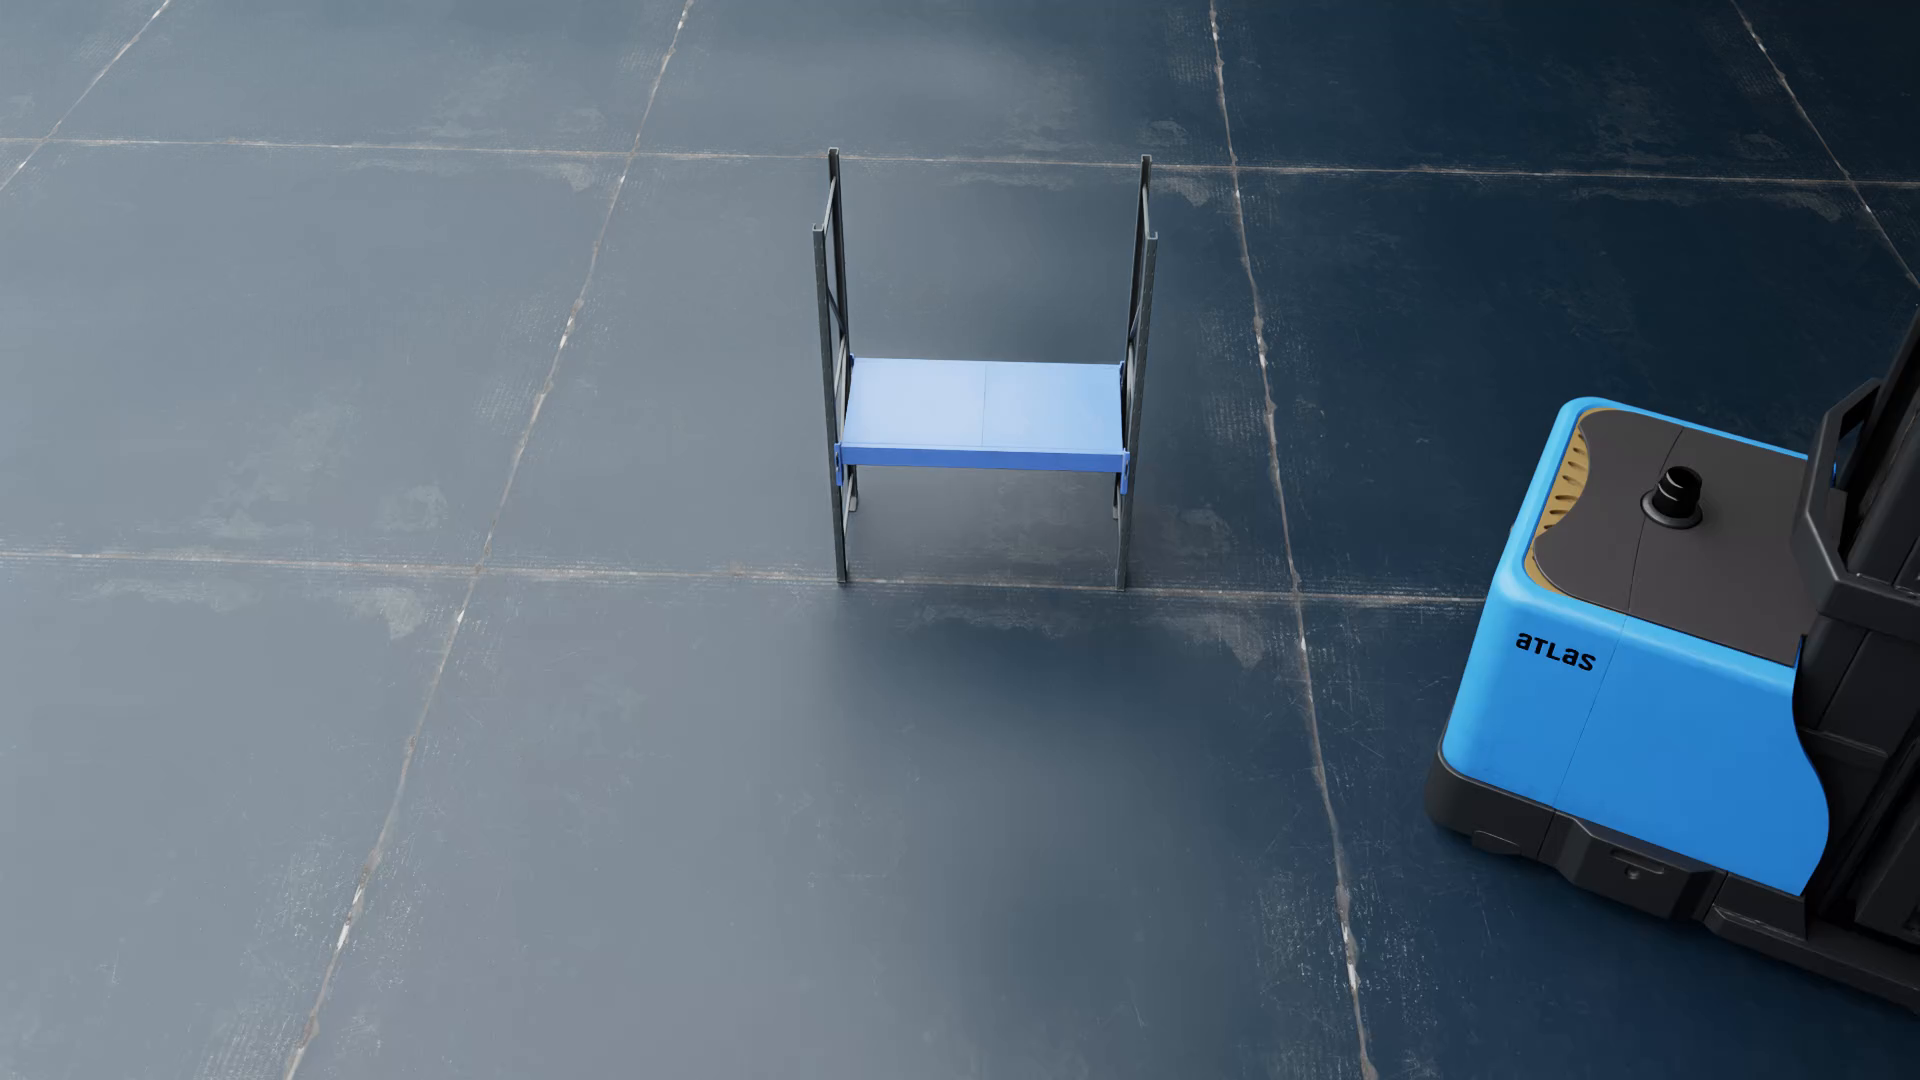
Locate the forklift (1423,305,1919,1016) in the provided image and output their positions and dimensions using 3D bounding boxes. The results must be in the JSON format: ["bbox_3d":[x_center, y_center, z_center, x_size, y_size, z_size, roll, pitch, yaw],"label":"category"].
[{"bbox_3d":[3.014,-0.004,4.103,3.031,2.935,1.130,19,46,19],"label":"forklift"}]

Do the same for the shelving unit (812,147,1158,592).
[{"bbox_3d":[0.085,-0.546,5.736,1.048,1.500,0.538,2,43,2],"label":"shelving unit"}]

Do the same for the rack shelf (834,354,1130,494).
[{"bbox_3d":[0.085,-0.415,5.859,1.000,0.185,0.538,2,43,2],"label":"rack shelf"}]

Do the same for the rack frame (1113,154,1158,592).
[{"bbox_3d":[0.593,-0.531,5.719,0.032,1.500,0.500,2,43,2],"label":"rack frame"}]

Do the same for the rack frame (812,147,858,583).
[{"bbox_3d":[-0.423,-0.562,5.753,0.032,1.500,0.500,2,43,2],"label":"rack frame"}]
